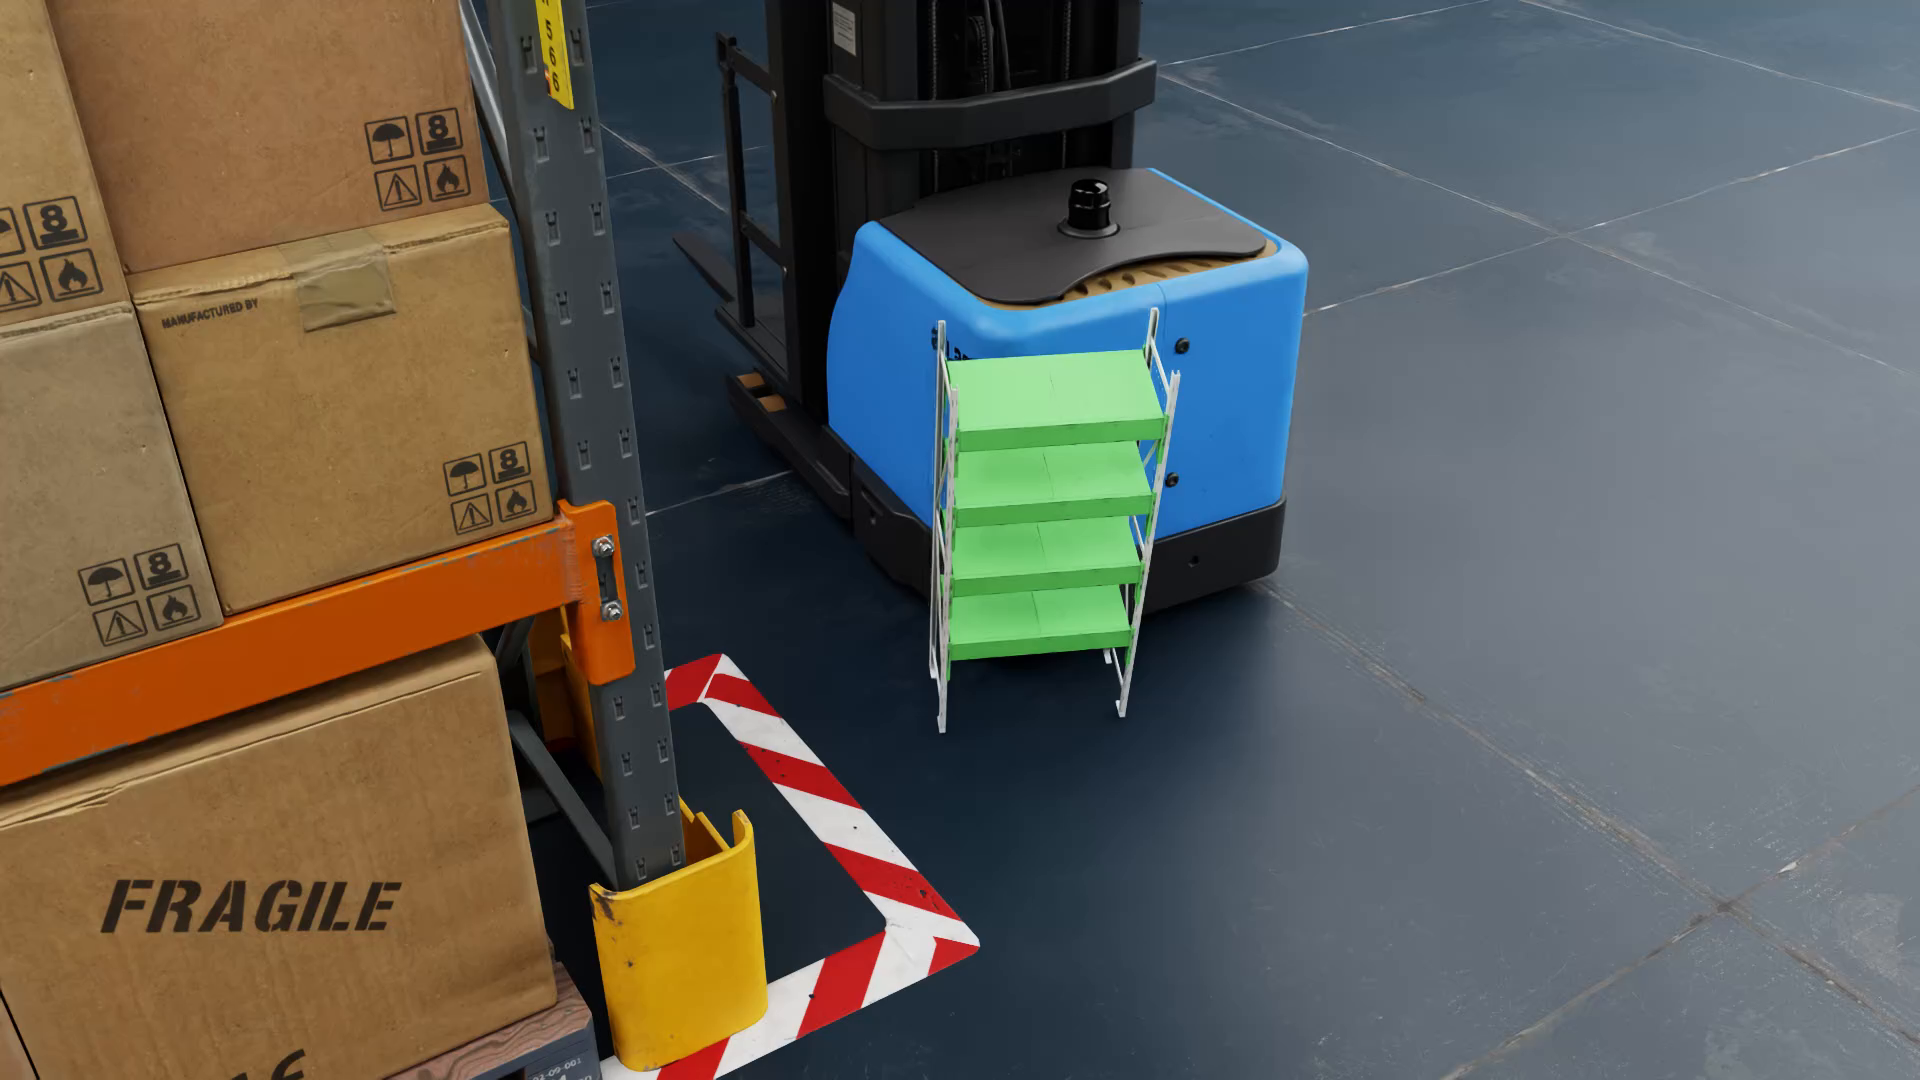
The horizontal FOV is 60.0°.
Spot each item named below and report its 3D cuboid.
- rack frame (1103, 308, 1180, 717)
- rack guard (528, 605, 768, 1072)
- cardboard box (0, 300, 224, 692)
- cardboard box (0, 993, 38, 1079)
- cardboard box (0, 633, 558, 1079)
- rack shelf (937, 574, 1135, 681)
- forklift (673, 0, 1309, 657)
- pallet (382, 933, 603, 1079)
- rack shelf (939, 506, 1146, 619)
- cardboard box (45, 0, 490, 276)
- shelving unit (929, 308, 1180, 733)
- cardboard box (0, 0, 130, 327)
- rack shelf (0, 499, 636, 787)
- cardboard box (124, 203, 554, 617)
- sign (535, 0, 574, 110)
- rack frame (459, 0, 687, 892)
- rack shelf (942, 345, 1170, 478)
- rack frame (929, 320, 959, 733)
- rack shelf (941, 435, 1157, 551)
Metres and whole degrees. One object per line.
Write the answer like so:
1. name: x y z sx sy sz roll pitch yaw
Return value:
1. rack frame: 0.440 -0.025 4.133 0.015 1.200 0.240 -4 46 -6
2. rack guard: -0.856 0.605 3.823 0.348 0.500 1.175 -19 37 -27
3. cardboard box: -1.614 -0.213 2.635 0.550 0.550 0.875 -19 37 -27
4. cardboard box: -2.148 0.756 2.837 0.875 0.875 0.875 -20 37 -28
5. cardboard box: -1.410 0.501 3.242 0.875 0.875 0.875 -19 37 -27
6. rack shelf: 0.189 0.204 4.324 0.480 0.148 0.258 -4 46 -6
7. forklift: -0.174 -1.679 5.164 1.130 2.935 3.031 -16 36 -23
8. pallet: -1.505 1.000 3.467 1.213 0.211 1.003 -19 37 -27
9. rack shelf: 0.196 0.037 4.151 0.480 0.148 0.258 -4 46 -6
10. cardboard box: -1.209 -0.876 2.674 0.550 0.550 0.875 -19 37 -27
11. shelving unit: 0.198 -0.007 4.106 0.503 1.200 0.258 -4 46 -6
12. cardboard box: -1.621 -0.675 2.357 0.550 0.550 0.875 -19 37 -27
13. rack shelf: -2.557 0.437 2.420 4.000 0.370 1.077 -19 37 -27
14. cardboard box: -1.163 -0.381 2.902 0.550 0.550 0.875 -19 37 -27
15. sign: -0.593 -0.788 2.381 0.005 0.325 0.100 -19 37 -27
16. rack frame: -0.876 -0.446 3.145 0.127 3.000 1.000 -19 37 -27
17. rack shelf: 0.210 -0.297 3.807 0.480 0.148 0.258 -4 46 -6
18. rack frame: -0.044 0.011 4.078 0.015 1.200 0.240 -4 46 -6
19. rack shelf: 0.203 -0.130 3.979 0.480 0.148 0.258 -4 46 -6
